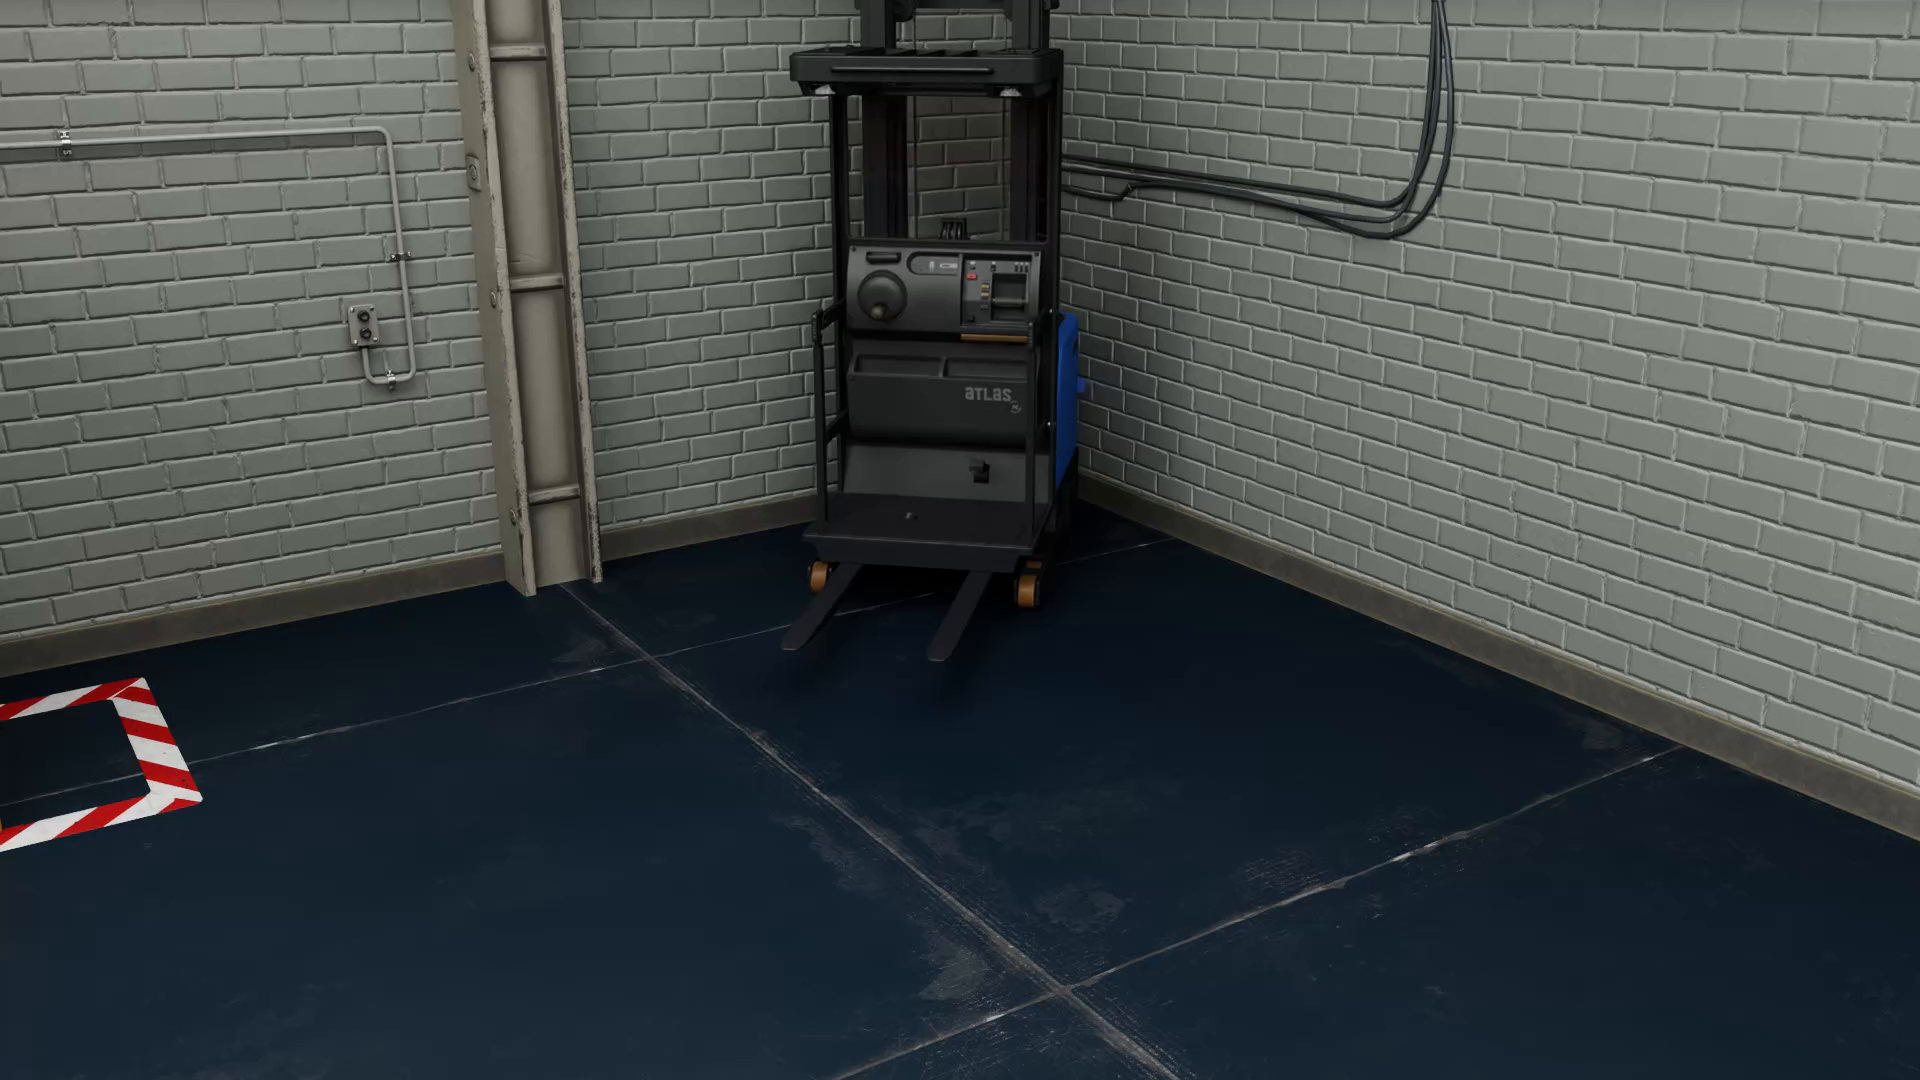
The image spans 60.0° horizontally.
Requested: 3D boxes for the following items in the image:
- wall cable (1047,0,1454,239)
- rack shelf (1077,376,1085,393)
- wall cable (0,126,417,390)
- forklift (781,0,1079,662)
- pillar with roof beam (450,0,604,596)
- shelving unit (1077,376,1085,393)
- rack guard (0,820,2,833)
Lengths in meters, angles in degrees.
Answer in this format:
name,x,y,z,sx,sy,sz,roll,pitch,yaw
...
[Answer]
name,x,y,z,sx,sy,sz,roll,pitch,yaw
wall cable,1.146,-2.791,7.799,0.112,2.526,3.097,-12,22,-31
rack shelf,0.407,-0.942,9.571,1.000,0.185,0.538,5,22,11
wall cable,-3.225,-1.480,6.851,1.851,1.984,0.084,-12,22,-31
forklift,-0.116,-1.191,7.692,1.130,2.935,3.031,3,19,10
pillar with roof beam,0.373,-2.917,3.323,0.400,9.000,9.100,-12,22,-31
shelving unit,0.410,-1.109,9.506,1.048,1.500,0.538,5,22,11
rack guard,-3.754,0.660,6.011,0.348,0.500,1.175,-12,22,-31
